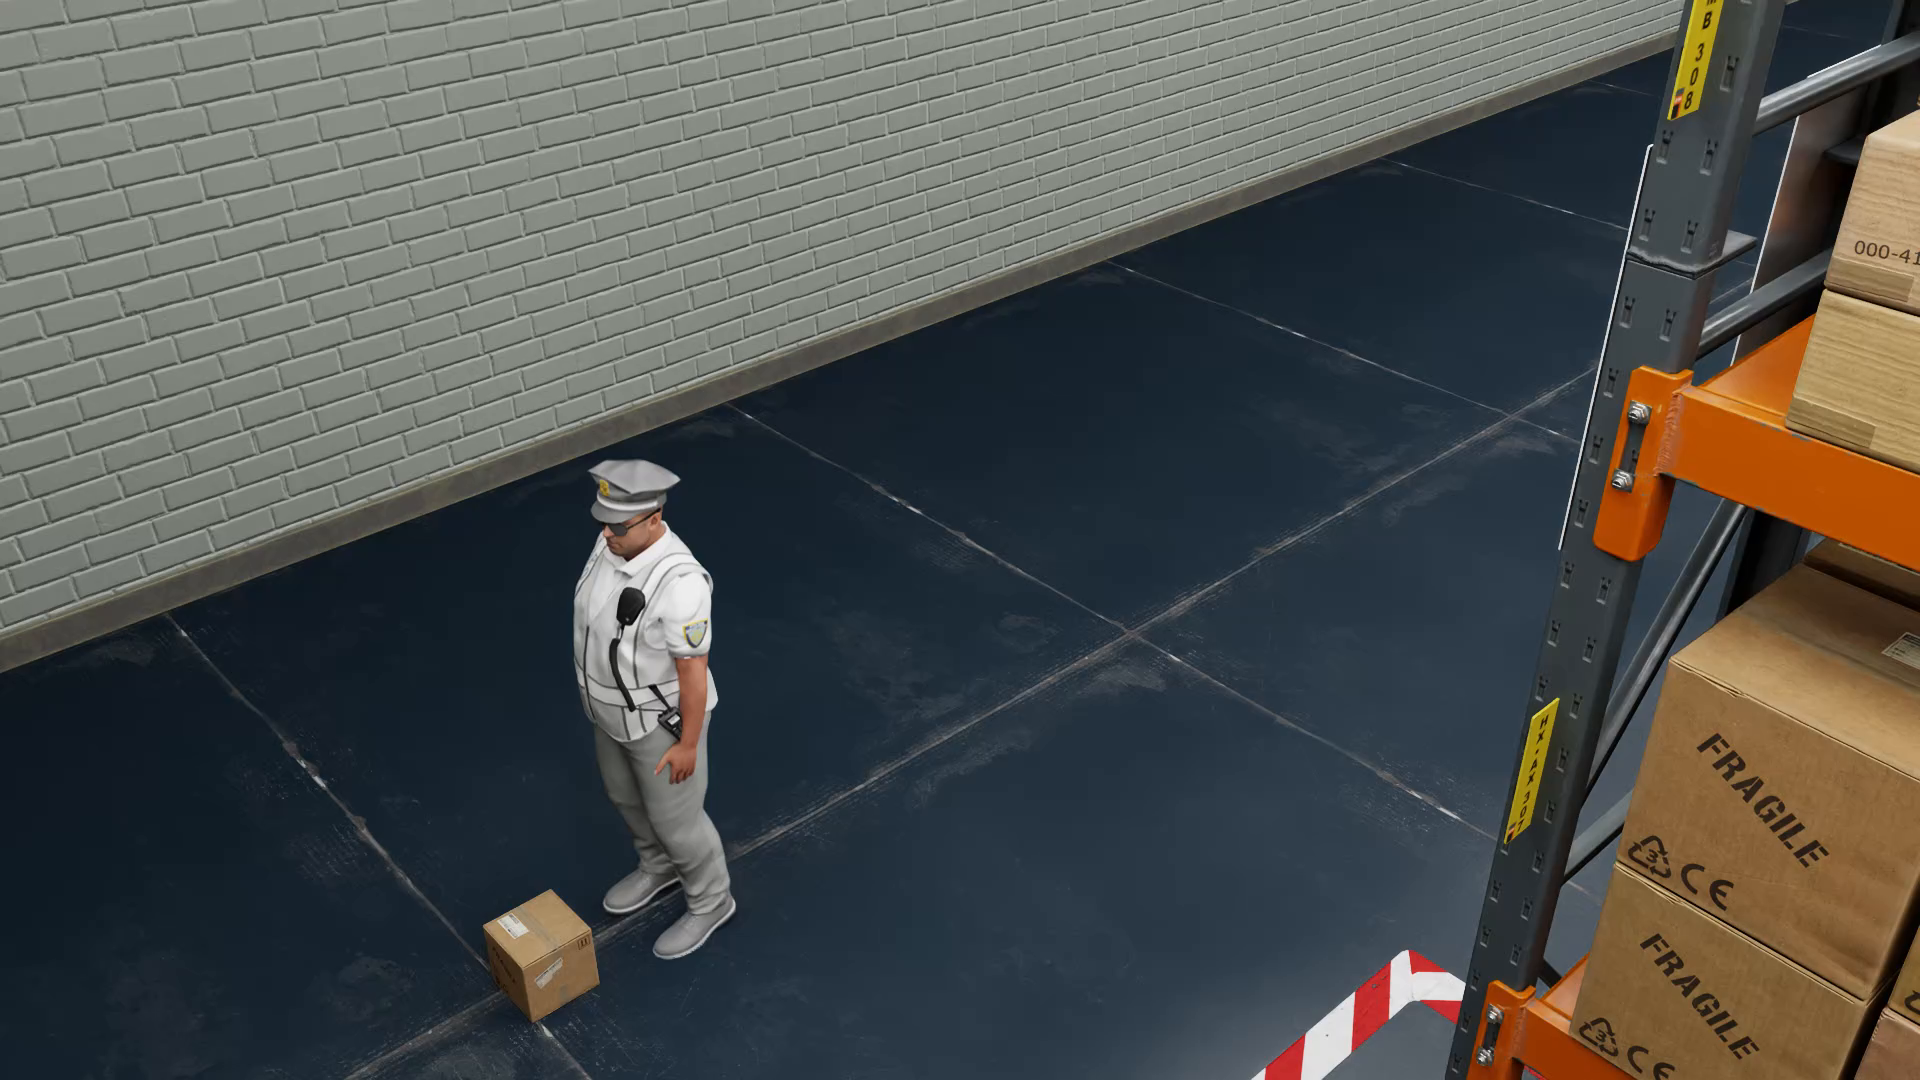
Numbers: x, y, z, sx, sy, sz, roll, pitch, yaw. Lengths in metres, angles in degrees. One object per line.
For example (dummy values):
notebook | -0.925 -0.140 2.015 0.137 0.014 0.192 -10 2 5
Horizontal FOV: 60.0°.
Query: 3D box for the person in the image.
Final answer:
person | -0.982 0.543 5.257 0.393 1.769 0.527 -25 39 -34
